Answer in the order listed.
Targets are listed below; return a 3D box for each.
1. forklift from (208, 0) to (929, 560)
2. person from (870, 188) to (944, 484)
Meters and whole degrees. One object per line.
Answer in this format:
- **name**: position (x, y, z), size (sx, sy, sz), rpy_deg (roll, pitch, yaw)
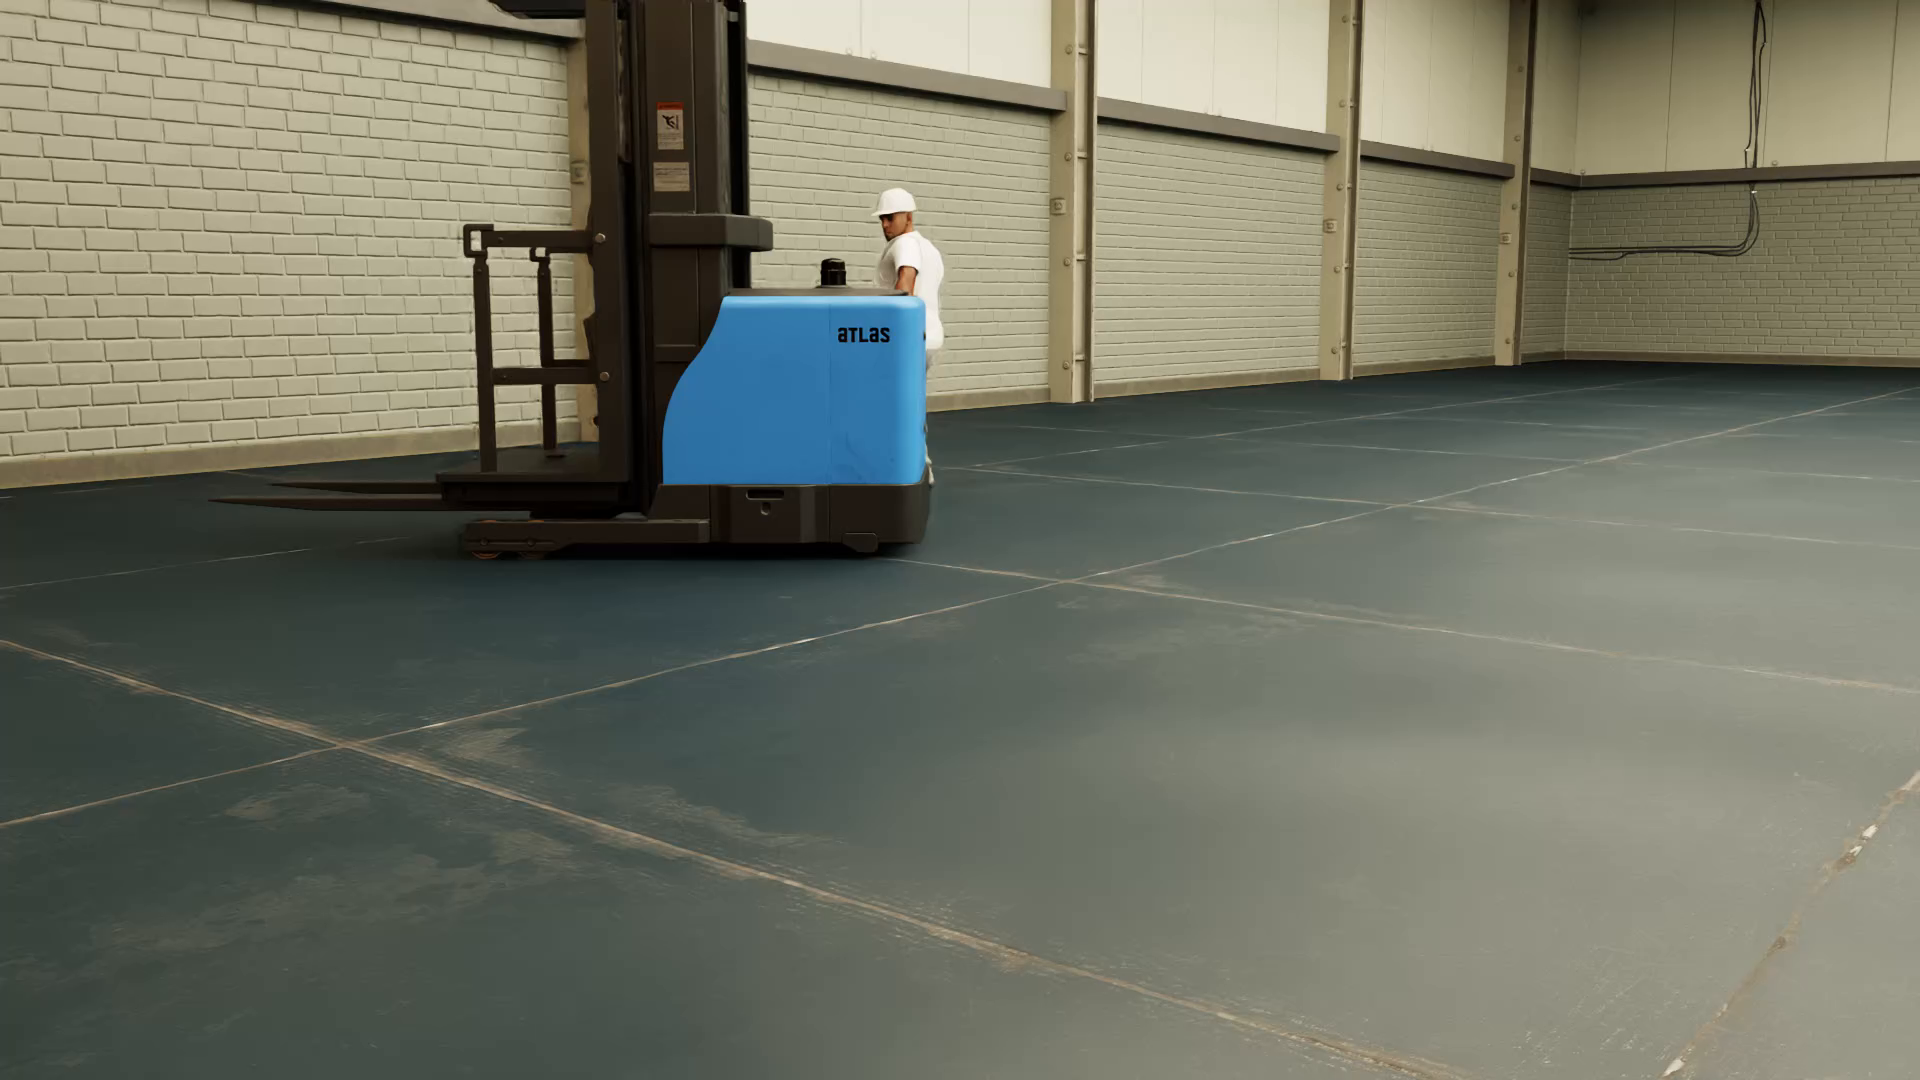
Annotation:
- **forklift**: position (-1.664, -1.446, 7.162), size (3.031, 2.935, 1.130), rpy_deg (0, 8, 1)
- **person**: position (-0.354, -1.129, 9.359), size (0.693, 1.674, 0.807), rpy_deg (6, 10, 36)
